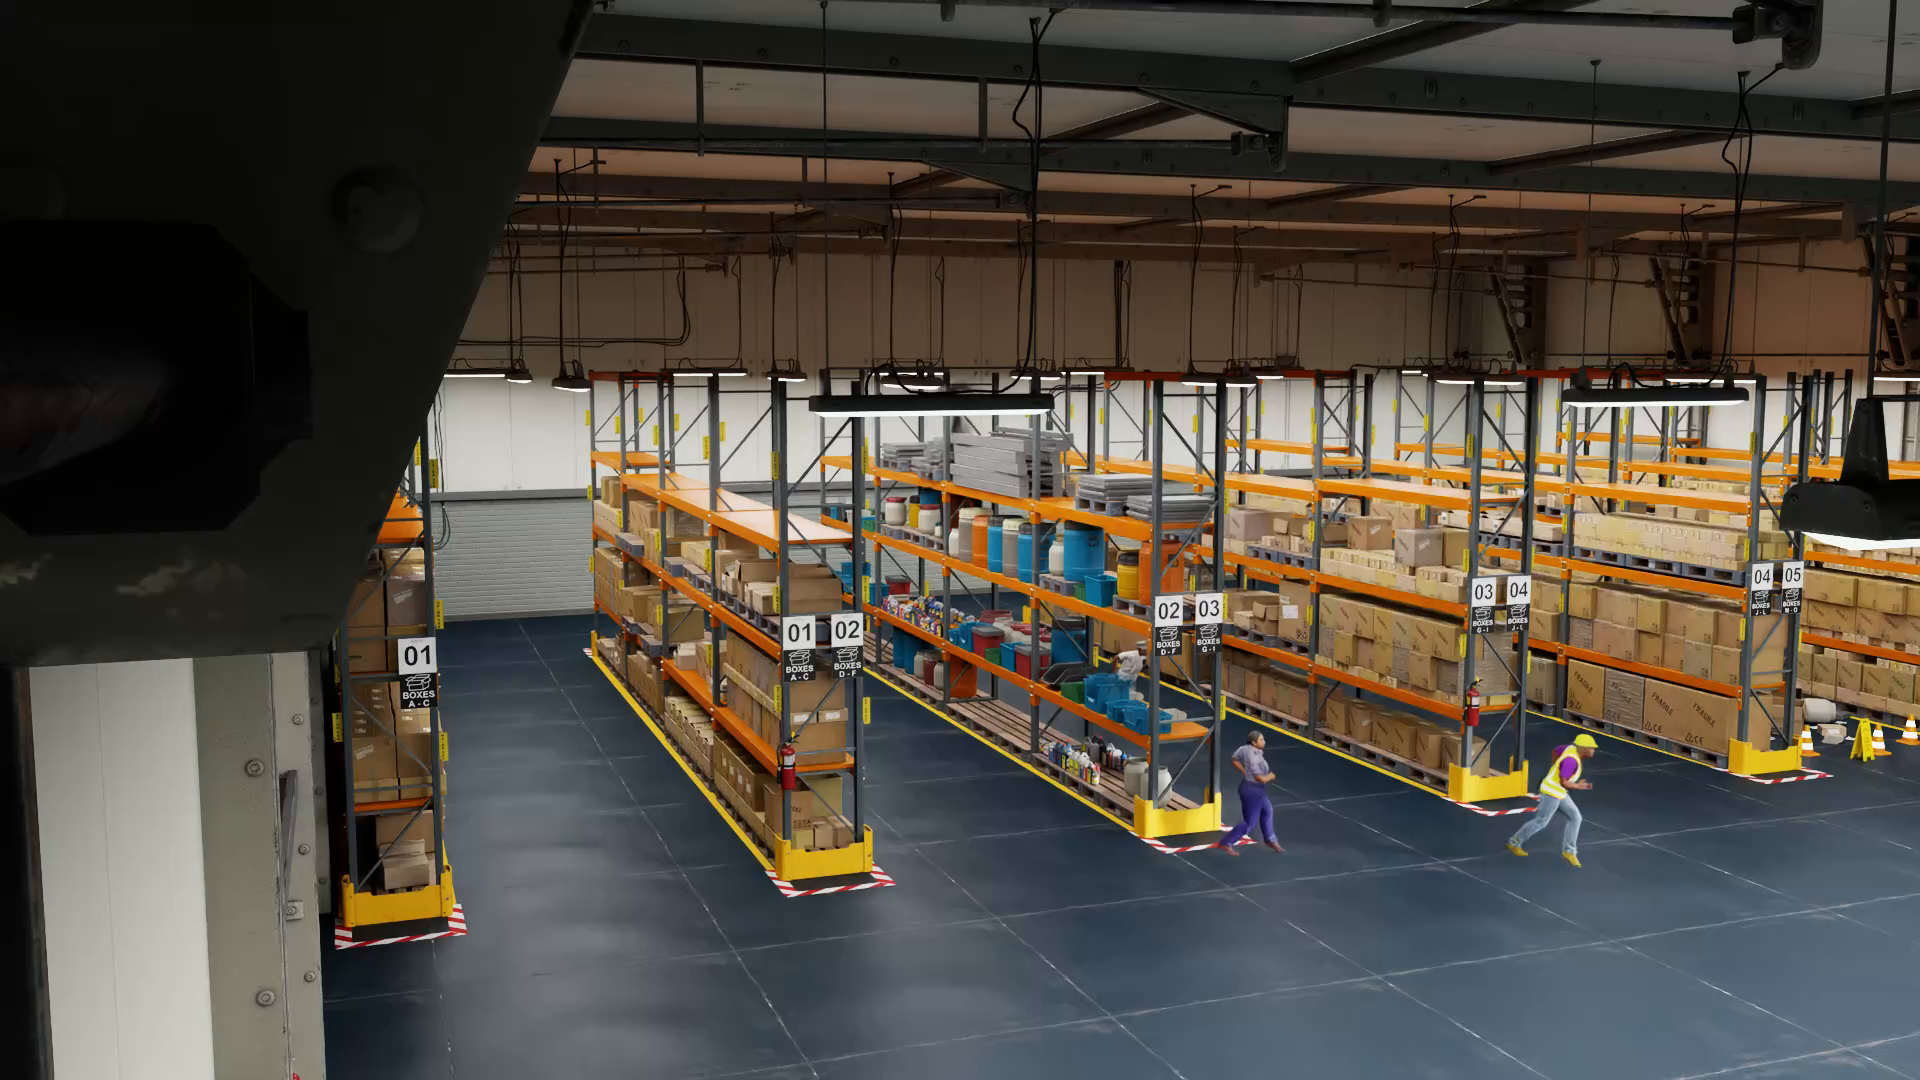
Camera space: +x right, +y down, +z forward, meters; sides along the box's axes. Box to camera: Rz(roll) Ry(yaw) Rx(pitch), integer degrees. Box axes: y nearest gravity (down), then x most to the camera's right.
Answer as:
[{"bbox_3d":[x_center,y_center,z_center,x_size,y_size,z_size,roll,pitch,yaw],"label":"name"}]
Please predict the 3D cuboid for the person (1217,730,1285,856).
[{"bbox_3d":[3.691,3.195,20.872,0.924,1.659,0.621,0,6,-1],"label":"person"}]

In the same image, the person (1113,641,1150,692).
[{"bbox_3d":[2.885,2.433,28.344,0.603,1.492,0.856,-6,9,-44],"label":"person"}]

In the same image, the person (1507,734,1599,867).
[{"bbox_3d":[7.376,3.226,20.703,1.037,1.715,0.747,3,7,23],"label":"person"}]
